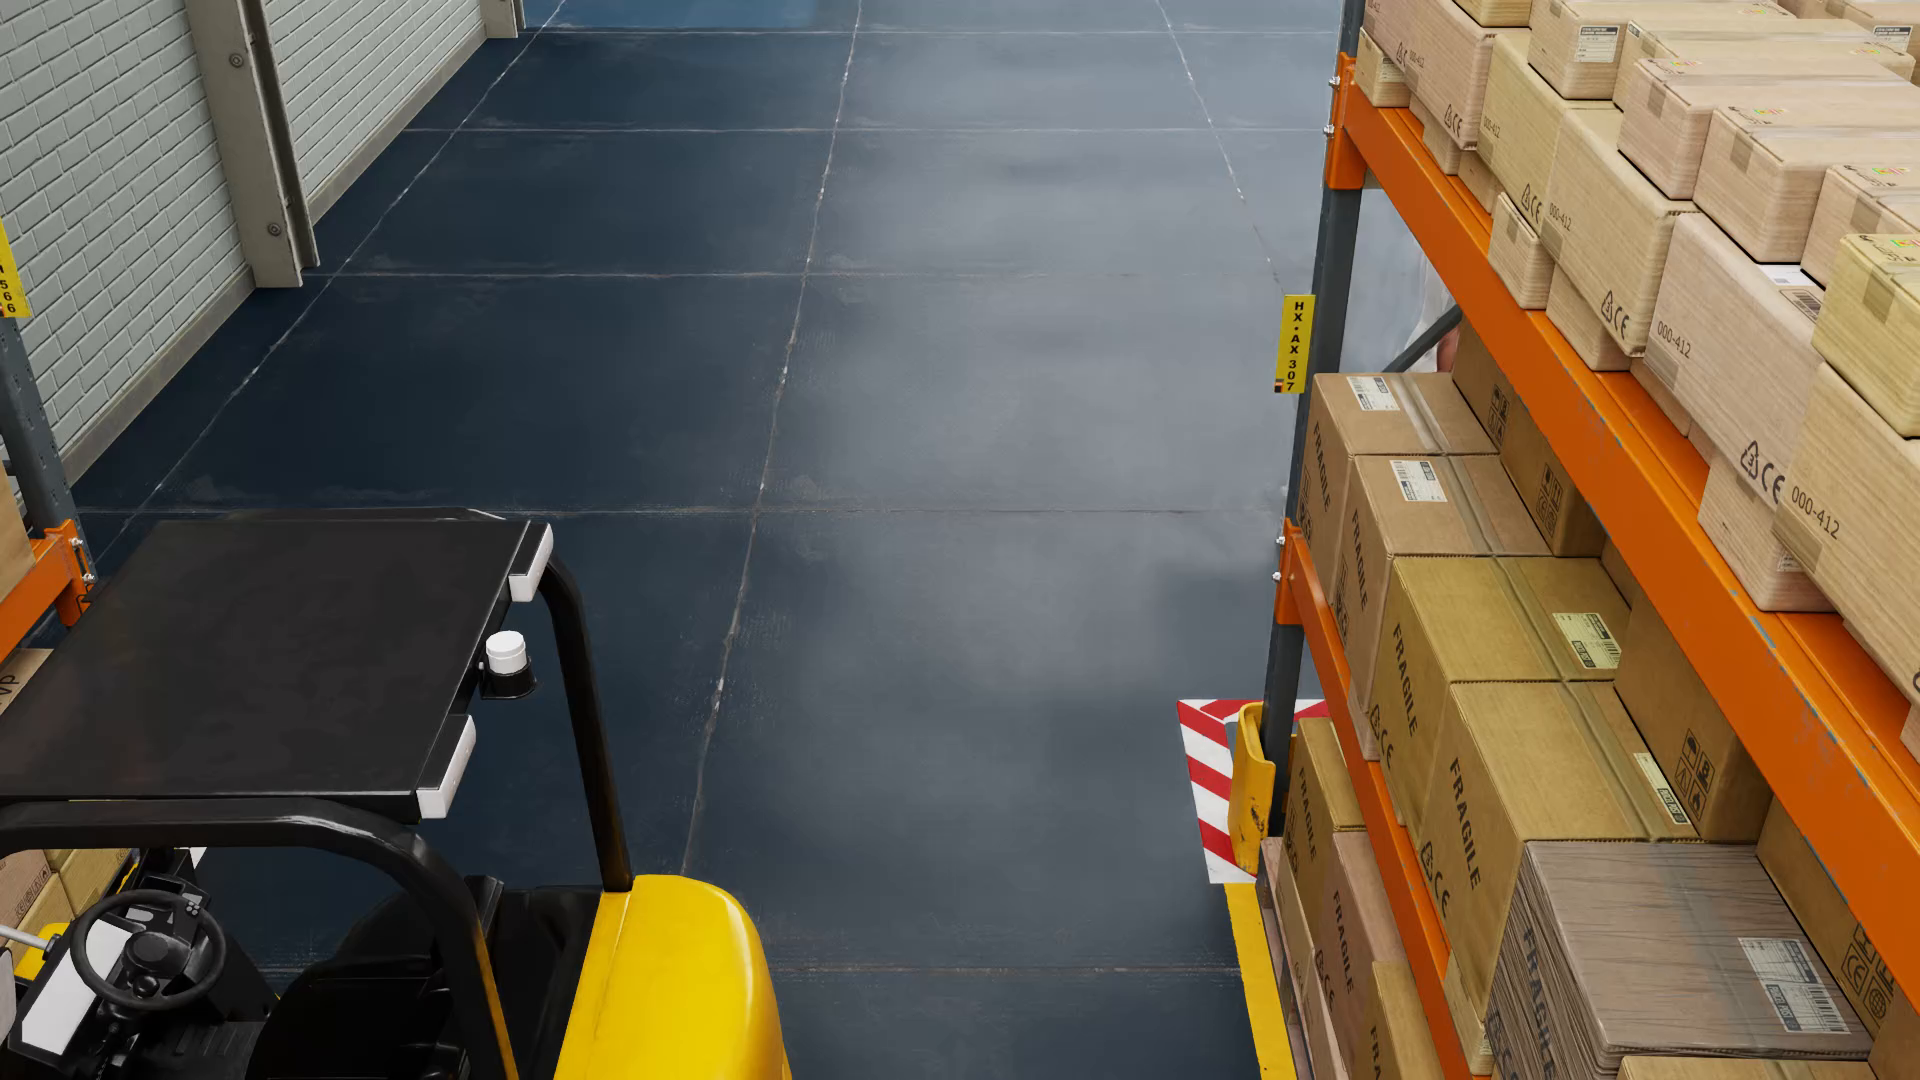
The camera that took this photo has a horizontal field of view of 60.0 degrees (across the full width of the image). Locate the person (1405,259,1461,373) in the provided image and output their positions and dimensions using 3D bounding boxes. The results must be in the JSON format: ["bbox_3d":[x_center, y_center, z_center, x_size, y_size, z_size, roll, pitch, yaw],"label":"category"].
[{"bbox_3d":[2.206,-0.748,7.393,1.109,1.733,0.671,-5,32,-8],"label":"person"}]
